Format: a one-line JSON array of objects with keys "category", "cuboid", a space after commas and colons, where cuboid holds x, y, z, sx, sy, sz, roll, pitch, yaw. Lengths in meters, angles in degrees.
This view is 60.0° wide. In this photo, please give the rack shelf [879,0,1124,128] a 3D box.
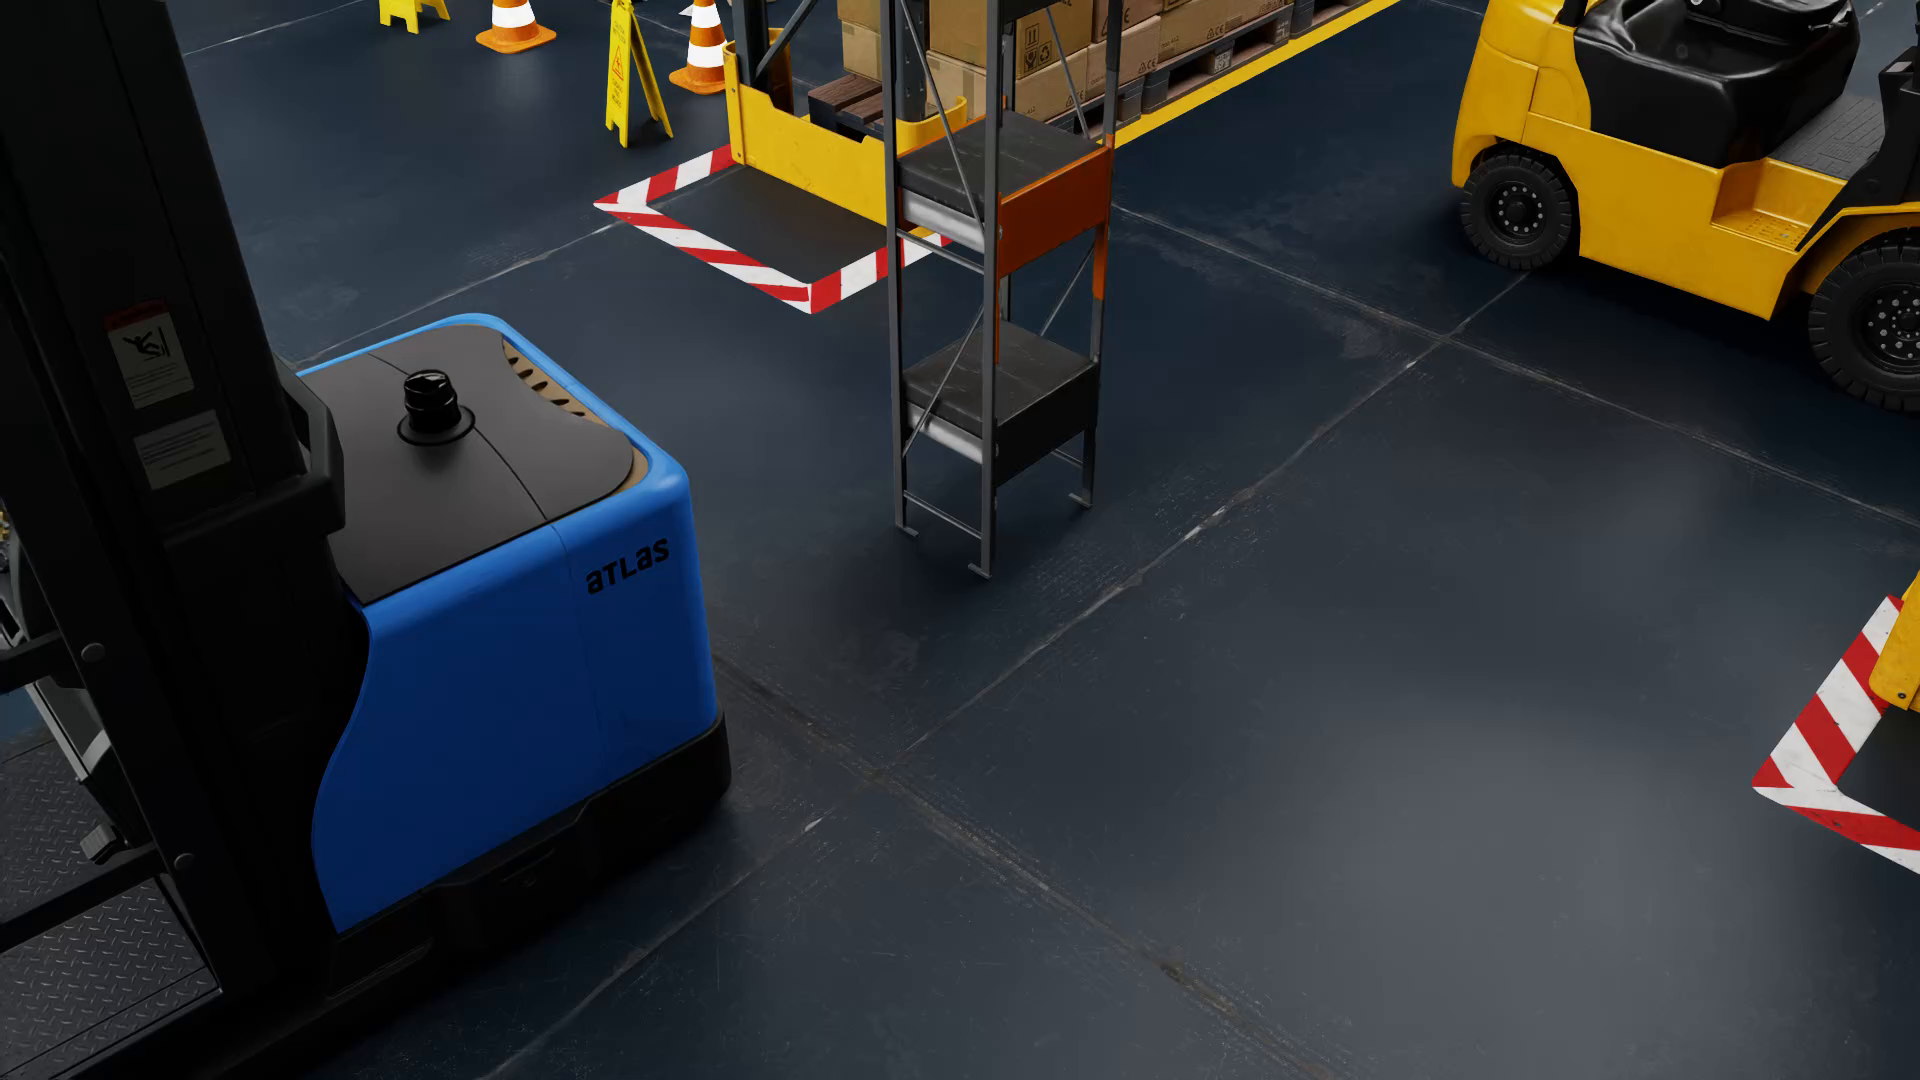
[{"category": "rack shelf", "cuboid": [0.112, -1.435, 4.265, 0.431, 0.518, 0.480, 30, 47, 32]}]

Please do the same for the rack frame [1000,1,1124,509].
[{"category": "rack frame", "cuboid": [0.276, -1.010, 4.833, 0.400, 2.100, 0.015, 30, 47, 32]}]

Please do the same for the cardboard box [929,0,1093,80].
[{"category": "cardboard box", "cuboid": [0.218, -2.324, 7.032, 0.500, 0.500, 0.500, 28, 46, 31]}]

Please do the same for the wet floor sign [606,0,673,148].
[{"category": "wet floor sign", "cuboid": [-1.463, -2.118, 7.395, 0.232, 0.644, 0.267, -18, 42, -21]}]

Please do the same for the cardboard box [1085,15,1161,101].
[{"category": "cardboard box", "cuboid": [0.553, -2.251, 7.543, 0.500, 0.250, 0.500, 31, 48, 33]}]

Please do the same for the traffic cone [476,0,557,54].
[{"category": "traffic cone", "cuboid": [-2.256, -2.733, 8.316, 0.336, 0.463, 0.334, 30, 47, 32]}]

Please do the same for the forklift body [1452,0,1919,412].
[{"category": "forklift body", "cuboid": [3.054, -1.900, 5.911, 2.313, 2.155, 1.214, 30, 47, 32]}]

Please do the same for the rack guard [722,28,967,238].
[{"category": "rack guard", "cuboid": [-0.494, -1.734, 7.029, 1.175, 0.500, 0.348, 30, 47, 32]}]

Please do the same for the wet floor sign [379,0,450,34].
[{"category": "wet floor sign", "cuboid": [-2.825, -2.943, 8.433, 0.267, 0.644, 0.232, 22, 43, 25]}]

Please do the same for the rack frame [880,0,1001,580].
[{"category": "rack frame", "cuboid": [-0.053, -0.786, 4.551, 0.400, 2.100, 0.015, 30, 47, 32]}]

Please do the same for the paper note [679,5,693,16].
[{"category": "paper note", "cuboid": [-1.377, -2.785, 8.728, 0.148, 0.019, 0.142, 14, 41, 17]}]

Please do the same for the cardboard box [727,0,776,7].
[{"category": "cardboard box", "cuboid": [-1.153, -3.011, 8.917, 0.250, 0.149, 0.380, -11, 40, -14]}]

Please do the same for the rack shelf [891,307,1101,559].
[{"category": "rack shelf", "cuboid": [0.112, -0.339, 5.136, 0.431, 0.518, 0.480, 30, 47, 32]}]

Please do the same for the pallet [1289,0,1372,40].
[{"category": "pallet", "cuboid": [1.726, -3.100, 8.979, 1.003, 0.211, 1.213, 30, 47, 32]}]

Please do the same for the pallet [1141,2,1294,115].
[{"category": "pallet", "cuboid": [0.903, -2.537, 8.271, 1.003, 0.211, 1.213, 30, 47, 32]}]

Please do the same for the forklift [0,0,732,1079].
[{"category": "forklift", "cuboid": [-2.046, -0.093, 3.013, 3.031, 2.935, 1.130, -28, 46, -31]}]

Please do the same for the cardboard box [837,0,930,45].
[{"category": "cardboard box", "cuboid": [-0.197, -2.536, 7.299, 0.500, 0.500, 0.500, 30, 47, 32]}]

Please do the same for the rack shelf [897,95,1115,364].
[{"category": "rack shelf", "cuboid": [0.112, -0.887, 4.701, 0.431, 0.518, 0.480, 30, 47, 32]}]

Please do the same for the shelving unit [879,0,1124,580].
[{"category": "shelving unit", "cuboid": [0.112, -0.898, 4.692, 0.431, 2.100, 0.503, 30, 47, 32]}]

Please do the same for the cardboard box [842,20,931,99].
[{"category": "cardboard box", "cuboid": [-0.183, -2.261, 7.555, 0.500, 0.250, 0.500, 29, 47, 32]}]

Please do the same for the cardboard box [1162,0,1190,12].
[{"category": "cardboard box", "cuboid": [0.912, -2.793, 7.622, 0.500, 0.500, 0.500, 31, 48, 33]}]

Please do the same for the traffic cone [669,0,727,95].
[{"category": "traffic cone", "cuboid": [-1.208, -2.423, 7.926, 0.336, 0.463, 0.334, 30, 47, 32]}]

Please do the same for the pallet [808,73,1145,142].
[{"category": "pallet", "cuboid": [0.080, -1.979, 7.569, 1.003, 0.211, 1.213, 30, 47, 32]}]

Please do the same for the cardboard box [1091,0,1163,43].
[{"category": "cardboard box", "cuboid": [0.568, -2.566, 7.337, 0.500, 0.500, 0.500, 28, 46, 30]}]

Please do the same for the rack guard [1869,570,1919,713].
[{"category": "rack guard", "cuboid": [3.105, 0.395, 4.352, 1.175, 0.500, 0.348, 30, 47, 32]}]

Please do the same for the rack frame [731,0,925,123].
[{"category": "rack frame", "cuboid": [-0.545, -2.677, 6.207, 1.000, 3.000, 0.127, 30, 47, 32]}]

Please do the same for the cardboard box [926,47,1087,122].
[{"category": "cardboard box", "cuboid": [0.203, -2.020, 7.252, 0.500, 0.250, 0.500, 29, 47, 32]}]

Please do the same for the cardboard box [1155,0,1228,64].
[{"category": "cardboard box", "cuboid": [0.912, -2.507, 7.865, 0.500, 0.250, 0.500, -31, 48, -33]}]

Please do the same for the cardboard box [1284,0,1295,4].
[{"category": "cardboard box", "cuboid": [1.601, -2.970, 8.446, 0.500, 0.250, 0.500, 28, 46, 31]}]

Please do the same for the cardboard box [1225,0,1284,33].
[{"category": "cardboard box", "cuboid": [1.254, -2.738, 8.155, 0.500, 0.250, 0.500, 30, 48, 32]}]
